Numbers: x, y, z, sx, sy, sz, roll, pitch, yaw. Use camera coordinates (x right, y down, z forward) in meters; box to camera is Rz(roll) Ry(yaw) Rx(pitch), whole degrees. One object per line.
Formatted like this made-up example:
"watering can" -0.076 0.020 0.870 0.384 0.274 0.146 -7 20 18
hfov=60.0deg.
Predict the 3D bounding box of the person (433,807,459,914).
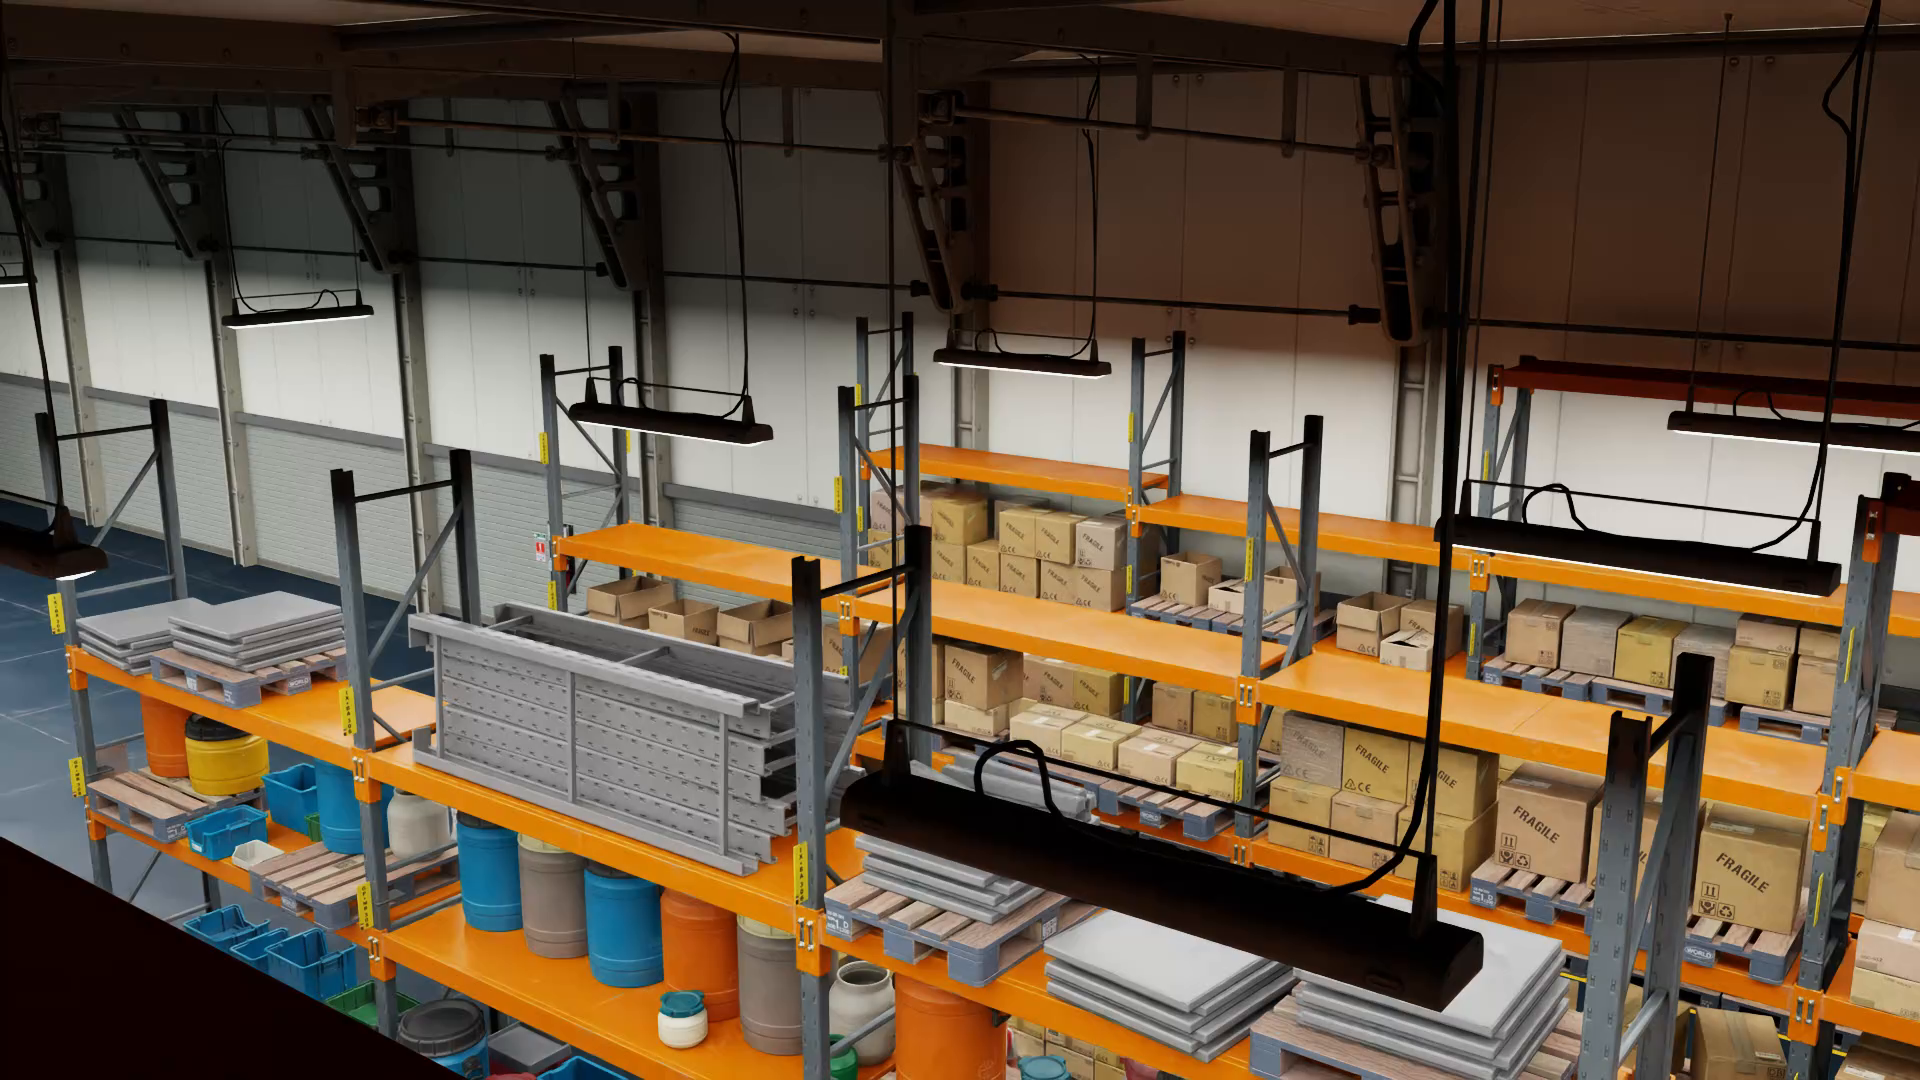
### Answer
"person" -5.310 3.117 17.977 0.625 1.714 0.854 1 13 5

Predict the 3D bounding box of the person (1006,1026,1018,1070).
"person" 0.106 4.278 12.850 1.070 1.715 0.527 8 15 31
